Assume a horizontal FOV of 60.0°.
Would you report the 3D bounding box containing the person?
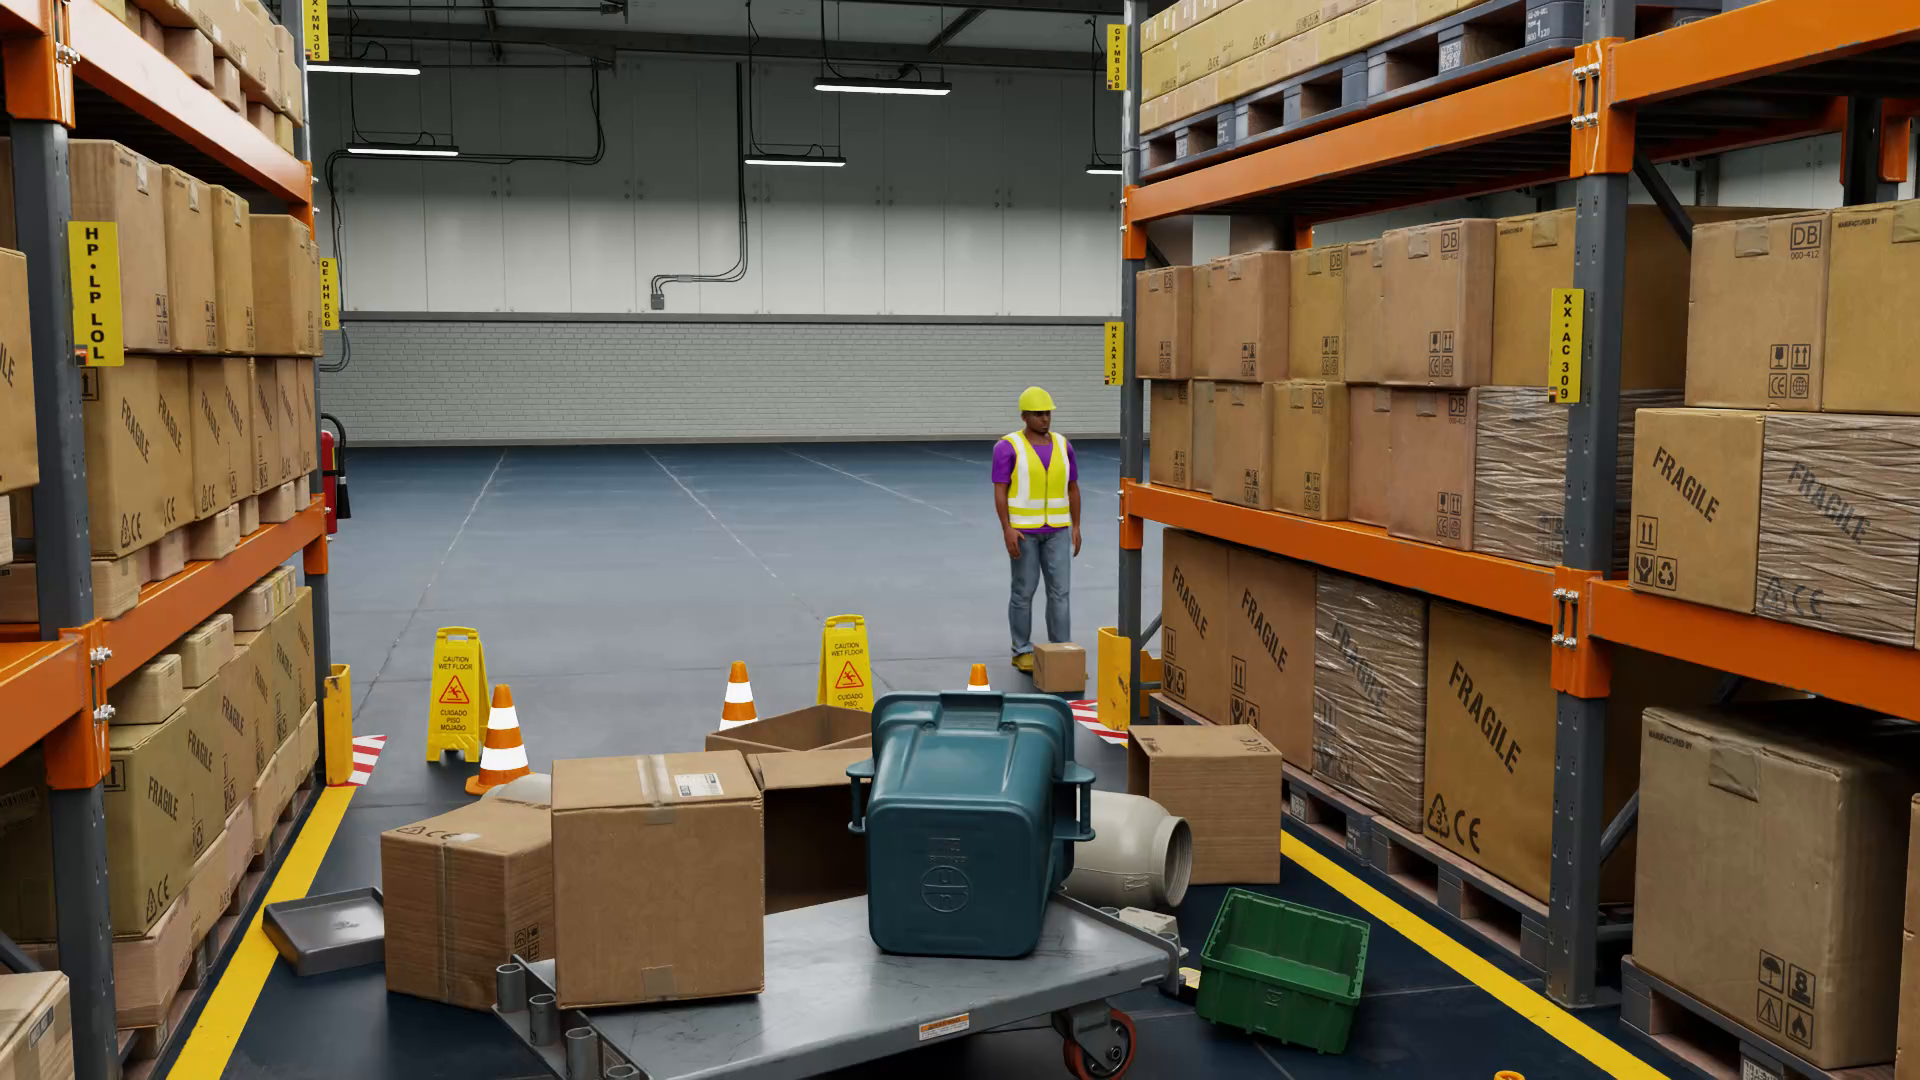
[{"bbox_3d":[0.505,-0.049,10.250,0.593,1.782,0.545,-2,6,-20],"label":"person"}]
